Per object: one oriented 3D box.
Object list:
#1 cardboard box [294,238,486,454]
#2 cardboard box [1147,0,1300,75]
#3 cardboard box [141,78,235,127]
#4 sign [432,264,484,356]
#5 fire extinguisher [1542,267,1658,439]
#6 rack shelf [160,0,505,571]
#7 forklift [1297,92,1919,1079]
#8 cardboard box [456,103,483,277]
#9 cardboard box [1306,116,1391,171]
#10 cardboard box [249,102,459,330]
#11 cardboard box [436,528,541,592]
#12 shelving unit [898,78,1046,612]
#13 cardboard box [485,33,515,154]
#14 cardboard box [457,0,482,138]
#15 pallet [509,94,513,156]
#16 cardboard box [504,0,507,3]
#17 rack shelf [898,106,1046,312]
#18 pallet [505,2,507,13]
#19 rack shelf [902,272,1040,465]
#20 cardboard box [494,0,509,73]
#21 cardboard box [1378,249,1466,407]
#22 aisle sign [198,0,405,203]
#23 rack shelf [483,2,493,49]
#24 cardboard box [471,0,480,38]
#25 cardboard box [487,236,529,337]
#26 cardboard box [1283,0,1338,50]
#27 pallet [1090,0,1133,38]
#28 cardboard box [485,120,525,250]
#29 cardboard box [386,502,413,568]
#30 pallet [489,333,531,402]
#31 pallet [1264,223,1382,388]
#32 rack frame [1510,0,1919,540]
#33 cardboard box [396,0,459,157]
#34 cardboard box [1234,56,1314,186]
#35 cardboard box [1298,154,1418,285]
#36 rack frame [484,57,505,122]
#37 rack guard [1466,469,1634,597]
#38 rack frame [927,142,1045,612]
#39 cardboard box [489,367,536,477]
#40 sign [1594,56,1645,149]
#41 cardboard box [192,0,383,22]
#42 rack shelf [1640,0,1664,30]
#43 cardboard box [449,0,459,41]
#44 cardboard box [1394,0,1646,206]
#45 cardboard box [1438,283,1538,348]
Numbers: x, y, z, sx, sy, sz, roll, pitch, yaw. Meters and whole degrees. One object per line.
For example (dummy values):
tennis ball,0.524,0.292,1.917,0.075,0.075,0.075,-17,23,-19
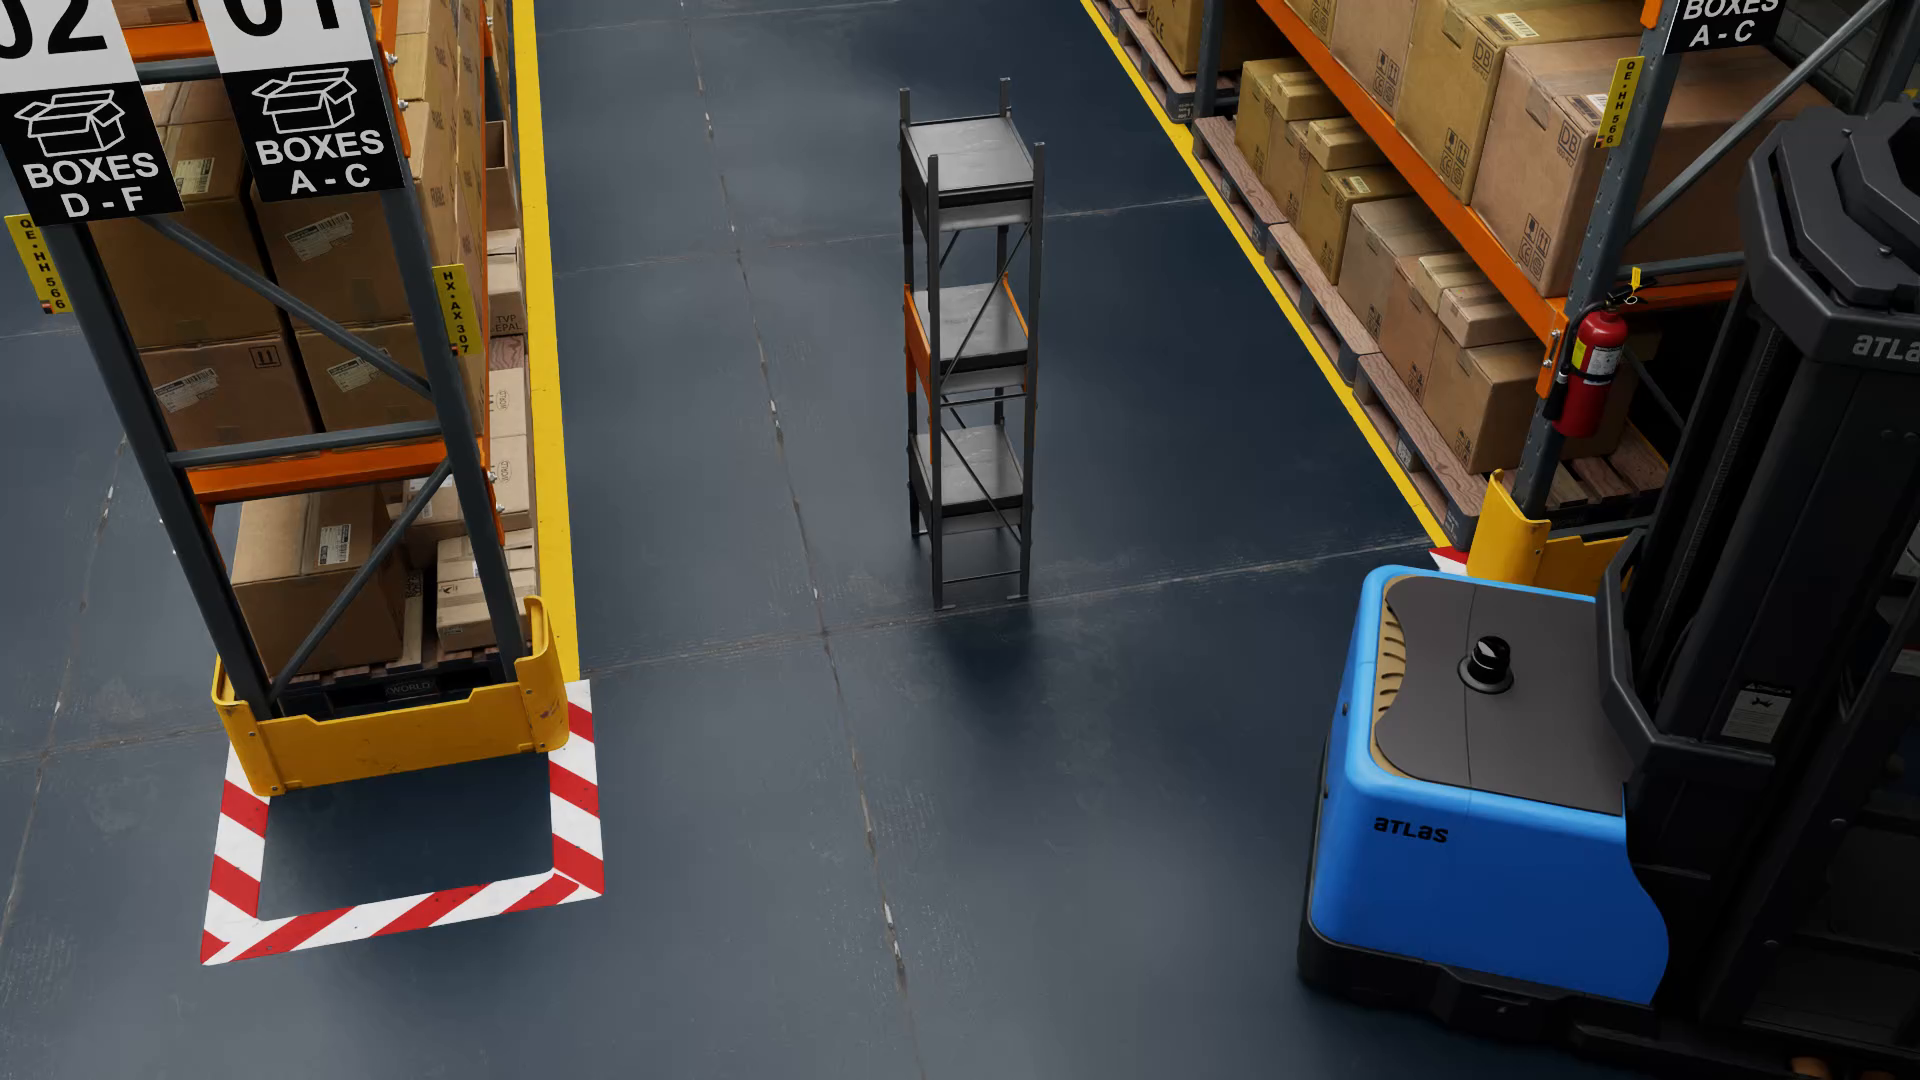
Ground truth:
cardboard box,-1.920,-0.668,5.668,0.500,0.500,0.500,-8,42,-8
cardboard box,1.623,-3.366,10.086,0.750,0.750,0.750,-8,42,-9
cardboard box,-2.557,-1.293,5.619,0.500,0.500,0.500,-7,42,-8
sign,-1.552,-0.707,5.135,0.100,0.325,0.005,-8,42,-9
fire extinguisher,2.336,-0.685,6.102,0.296,0.674,0.183,-8,42,-9
rack shelf,-2.514,-1.333,7.034,1.077,0.370,4.000,-8,42,-9
forklift,2.700,0.324,4.677,3.031,2.935,1.130,9,42,10
cardboard box,-2.142,-1.328,6.411,0.500,0.500,0.500,-8,42,-9
cardboard box,1.961,-1.989,8.310,0.380,0.149,0.250,-9,42,-11
cardboard box,-1.920,-1.042,5.336,0.500,0.500,0.500,-7,42,-8
cardboard box,-1.891,0.107,6.673,0.380,0.166,0.250,-8,42,-9
shelving unit,0.036,-0.678,6.432,0.431,2.100,0.503,-8,42,-9
cardboard box,-2.812,-2.476,9.332,0.500,0.500,0.500,-10,43,-11
cardboard box,-2.361,-1.982,7.148,0.500,0.500,0.500,-7,42,-8
pallet,-3.158,-2.377,9.769,1.003,0.211,1.213,-8,42,-9
cardboard box,-3.266,-3.813,10.837,0.500,0.500,0.500,-10,43,-11
rack shelf,0.036,-1.191,5.976,0.431,0.518,0.480,-8,42,-9
pallet,-3.685,-3.959,11.551,1.003,0.211,1.213,-8,42,-9
rack shelf,0.036,-0.668,6.441,0.431,0.518,0.480,-8,42,-9
cardboard box,-3.038,-3.146,10.086,0.500,0.500,0.500,-8,42,-9
cardboard box,2.397,-1.004,7.688,0.700,0.500,0.500,-8,42,-9
aisle sign,-1.781,-1.275,4.469,0.394,0.787,0.004,-8,42,-9
rack shelf,-3.377,-3.926,9.955,1.077,0.370,4.000,-8,42,-9
cardboard box,-2.587,-2.648,7.899,0.500,0.500,0.500,-8,42,-9
cardboard box,-2.384,-1.242,8.084,0.500,0.311,0.500,-8,42,-9
cardboard box,2.144,-2.895,8.025,0.980,0.700,0.700,-9,42,-10
pallet,1.384,-3.849,11.427,1.003,0.211,1.213,-8,42,-9
cardboard box,-2.545,-1.799,8.569,0.500,0.500,0.500,-8,42,-9
cardboard box,-2.440,-0.003,6.797,0.380,0.166,0.250,-8,42,-9
pallet,-2.531,-0.618,7.787,1.003,0.211,1.213,-8,42,-9
pallet,2.245,-1.271,8.523,1.003,0.211,1.213,-8,42,-9
rack frame,2.754,-1.018,6.137,1.000,3.000,0.127,-8,42,-9
cardboard box,-2.144,-1.705,6.083,0.500,0.500,0.500,-8,42,-9
cardboard box,1.952,-2.333,9.186,0.700,0.500,0.500,-8,42,-9
cardboard box,2.166,-1.674,8.443,0.700,0.500,0.500,-7,42,-8
rack frame,-2.945,-2.898,8.255,1.000,3.000,0.127,-8,42,-9
rack guard,2.759,-0.067,6.949,1.175,0.500,0.348,-8,42,-9
rack frame,0.088,-0.520,6.254,0.400,2.100,0.015,-8,42,-9
cardboard box,-2.138,-0.483,7.274,0.500,0.250,0.500,-8,42,-9
sign,2.221,-1.470,5.596,0.100,0.325,0.005,-8,42,-9
cardboard box,-1.945,-1.740,4.805,0.500,0.250,0.500,-8,42,-9
rack shelf,2.322,-3.167,6.840,1.077,0.370,4.000,-8,42,-9
cardboard box,-2.362,-2.360,6.821,0.500,0.500,0.500,-8,42,-9
cardboard box,2.466,-1.929,6.938,0.980,0.700,0.700,-9,42,-10
cardboard box,2.300,-0.979,7.171,0.380,0.149,0.250,-9,42,-10
